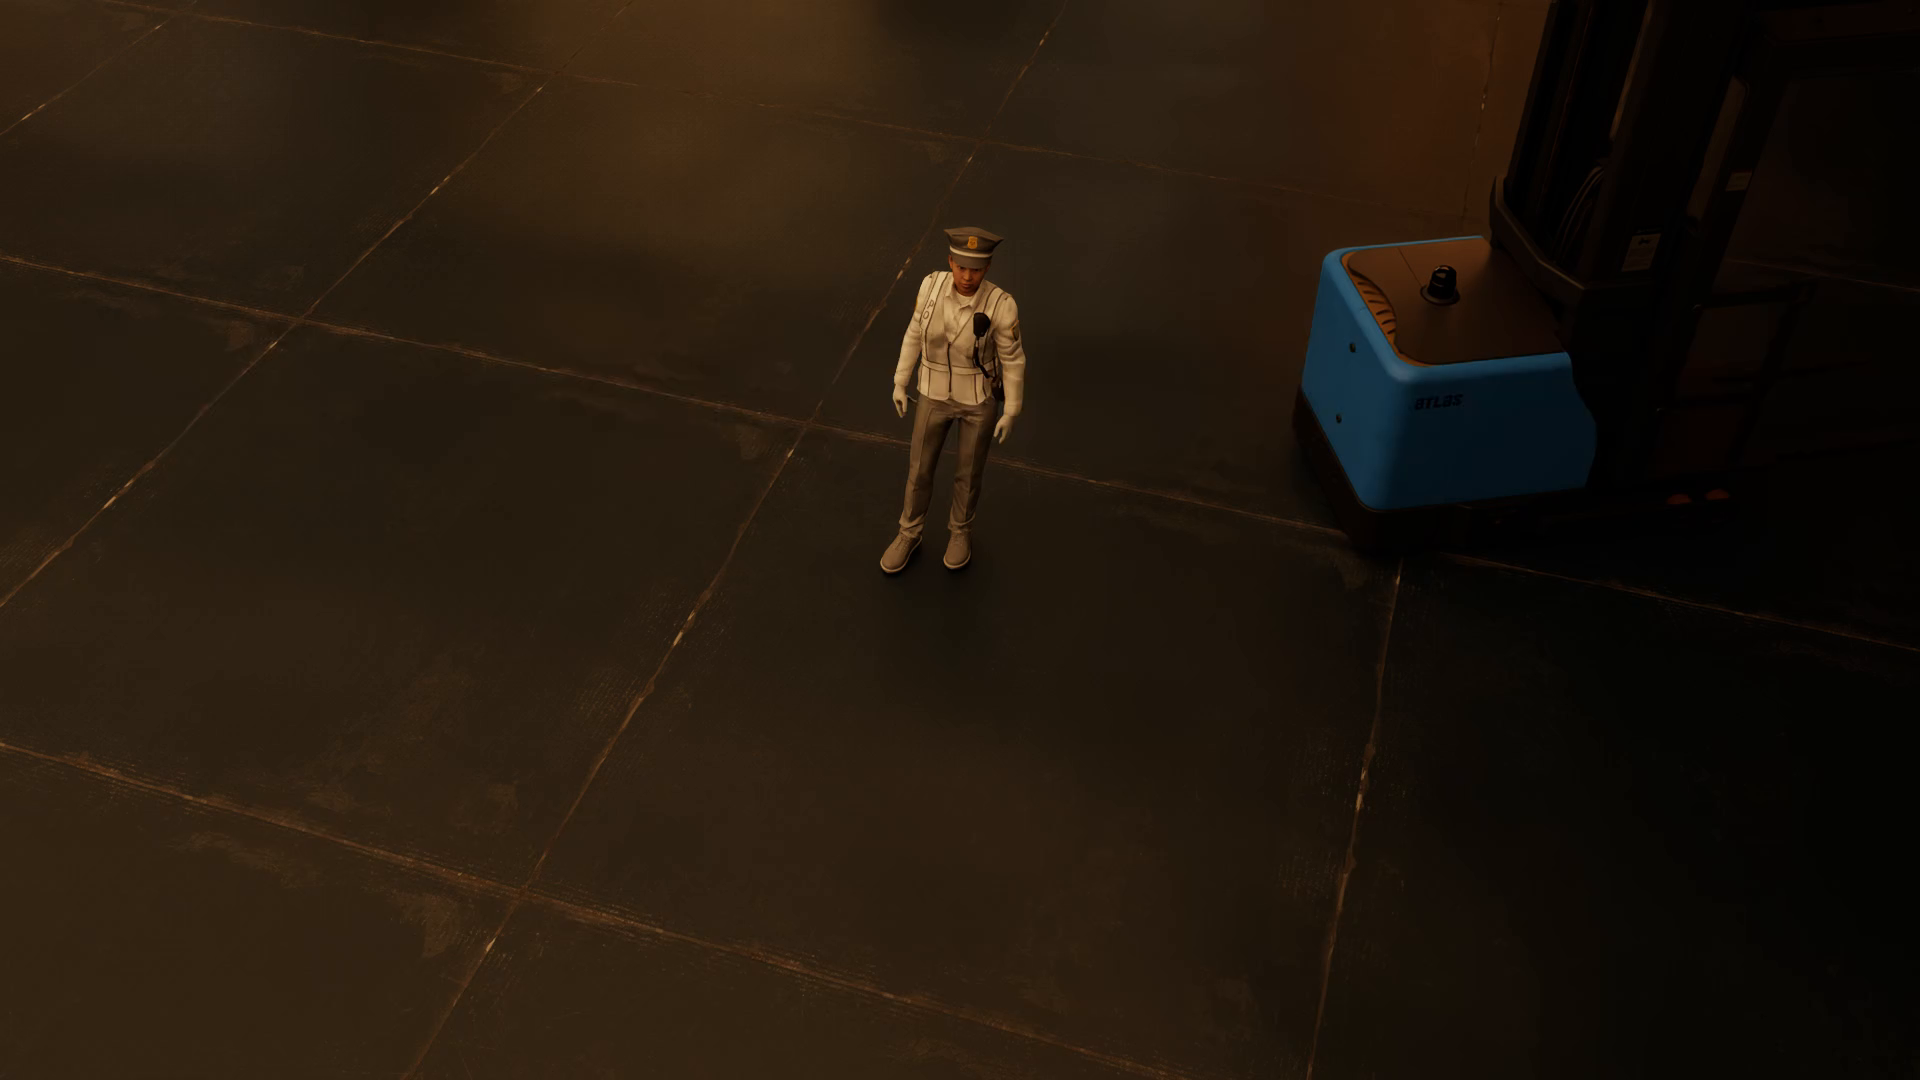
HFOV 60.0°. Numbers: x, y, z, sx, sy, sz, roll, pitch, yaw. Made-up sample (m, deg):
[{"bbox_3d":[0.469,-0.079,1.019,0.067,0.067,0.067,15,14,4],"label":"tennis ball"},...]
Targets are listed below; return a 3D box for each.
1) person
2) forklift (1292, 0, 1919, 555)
[{"bbox_3d":[-0.027,-0.582,7.212,0.587,1.694,0.529,12,44,13],"label":"person"},{"bbox_3d":[3.233,-1.481,7.281,3.031,2.935,1.130,-7,43,-7],"label":"forklift"}]
